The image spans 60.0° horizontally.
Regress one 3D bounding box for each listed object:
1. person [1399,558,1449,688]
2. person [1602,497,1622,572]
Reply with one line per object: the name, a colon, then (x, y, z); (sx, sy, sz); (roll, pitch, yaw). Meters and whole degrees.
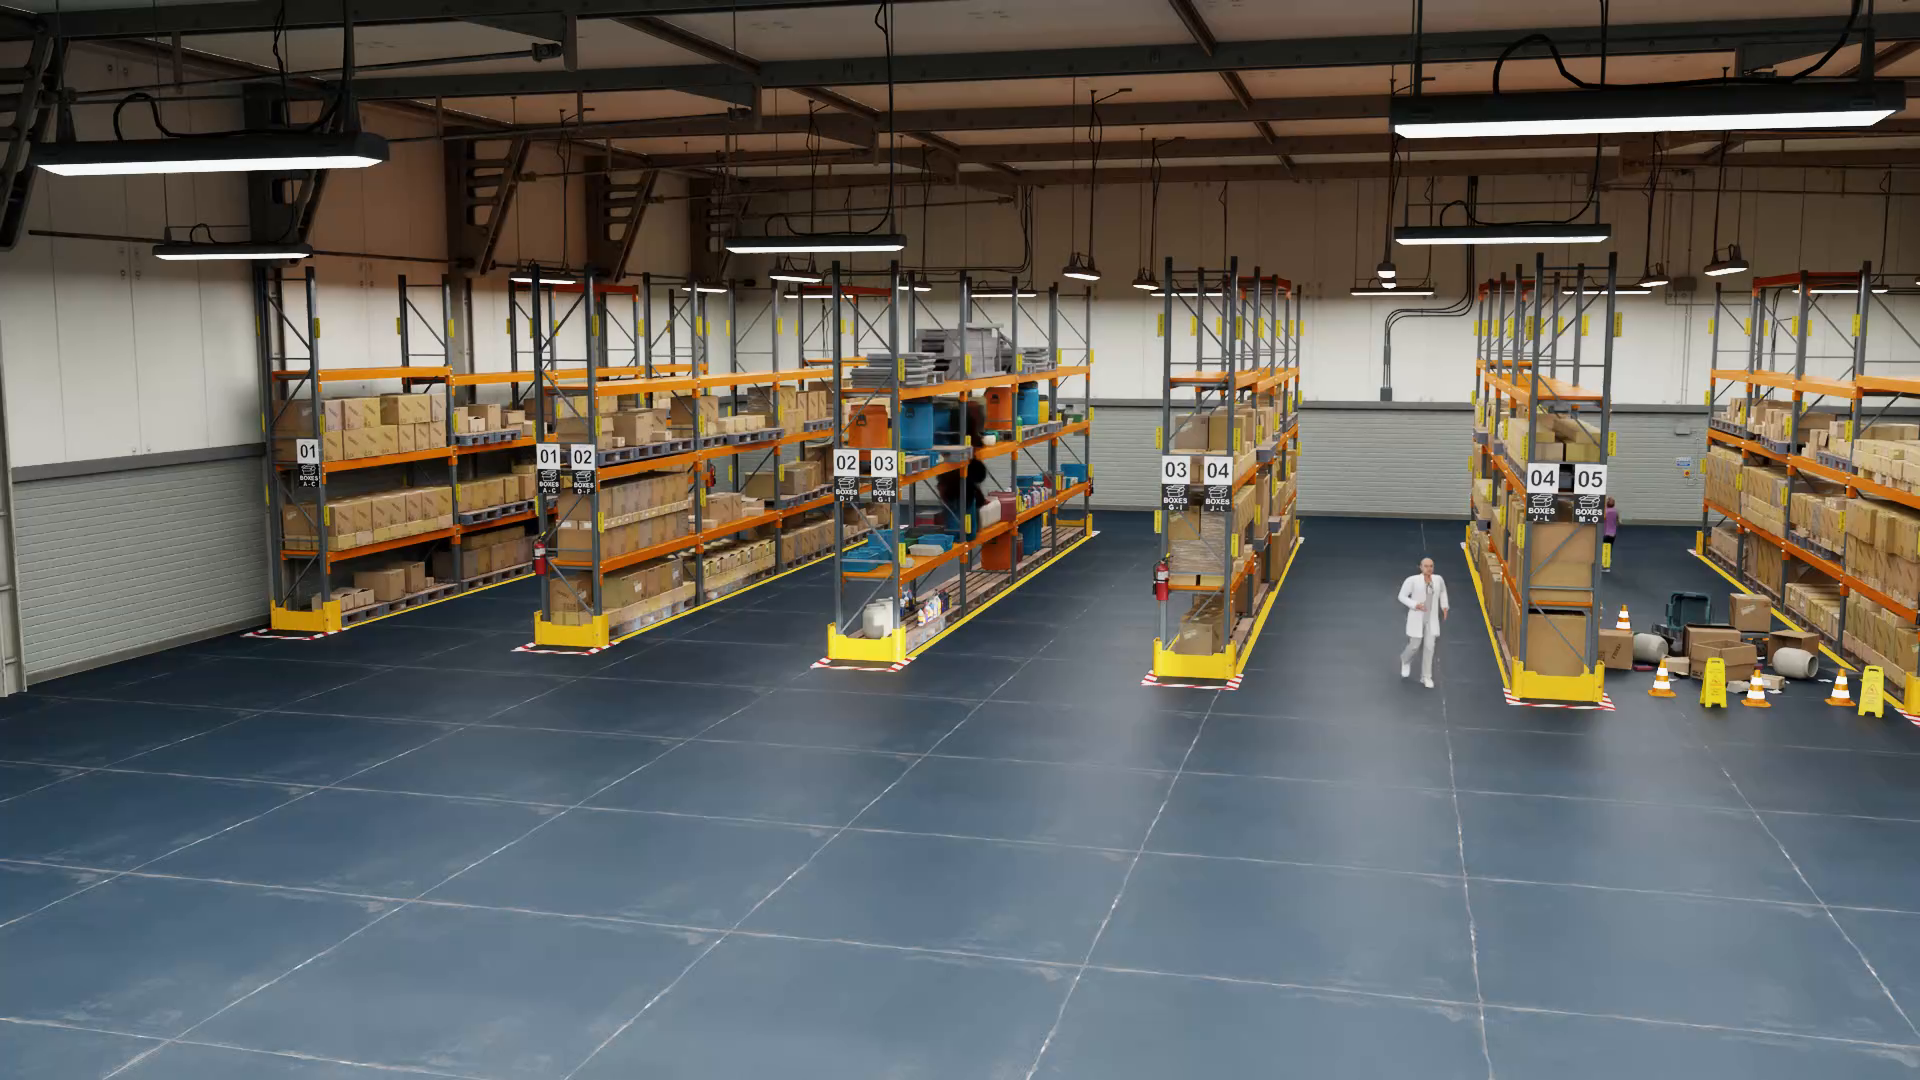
person: (6.561, 1.174, 23.553); (0.741, 1.708, 0.958); (0, 7, -3)
person: (13.345, -0.118, 34.302); (0.529, 1.554, 0.549); (0, 7, 2)
